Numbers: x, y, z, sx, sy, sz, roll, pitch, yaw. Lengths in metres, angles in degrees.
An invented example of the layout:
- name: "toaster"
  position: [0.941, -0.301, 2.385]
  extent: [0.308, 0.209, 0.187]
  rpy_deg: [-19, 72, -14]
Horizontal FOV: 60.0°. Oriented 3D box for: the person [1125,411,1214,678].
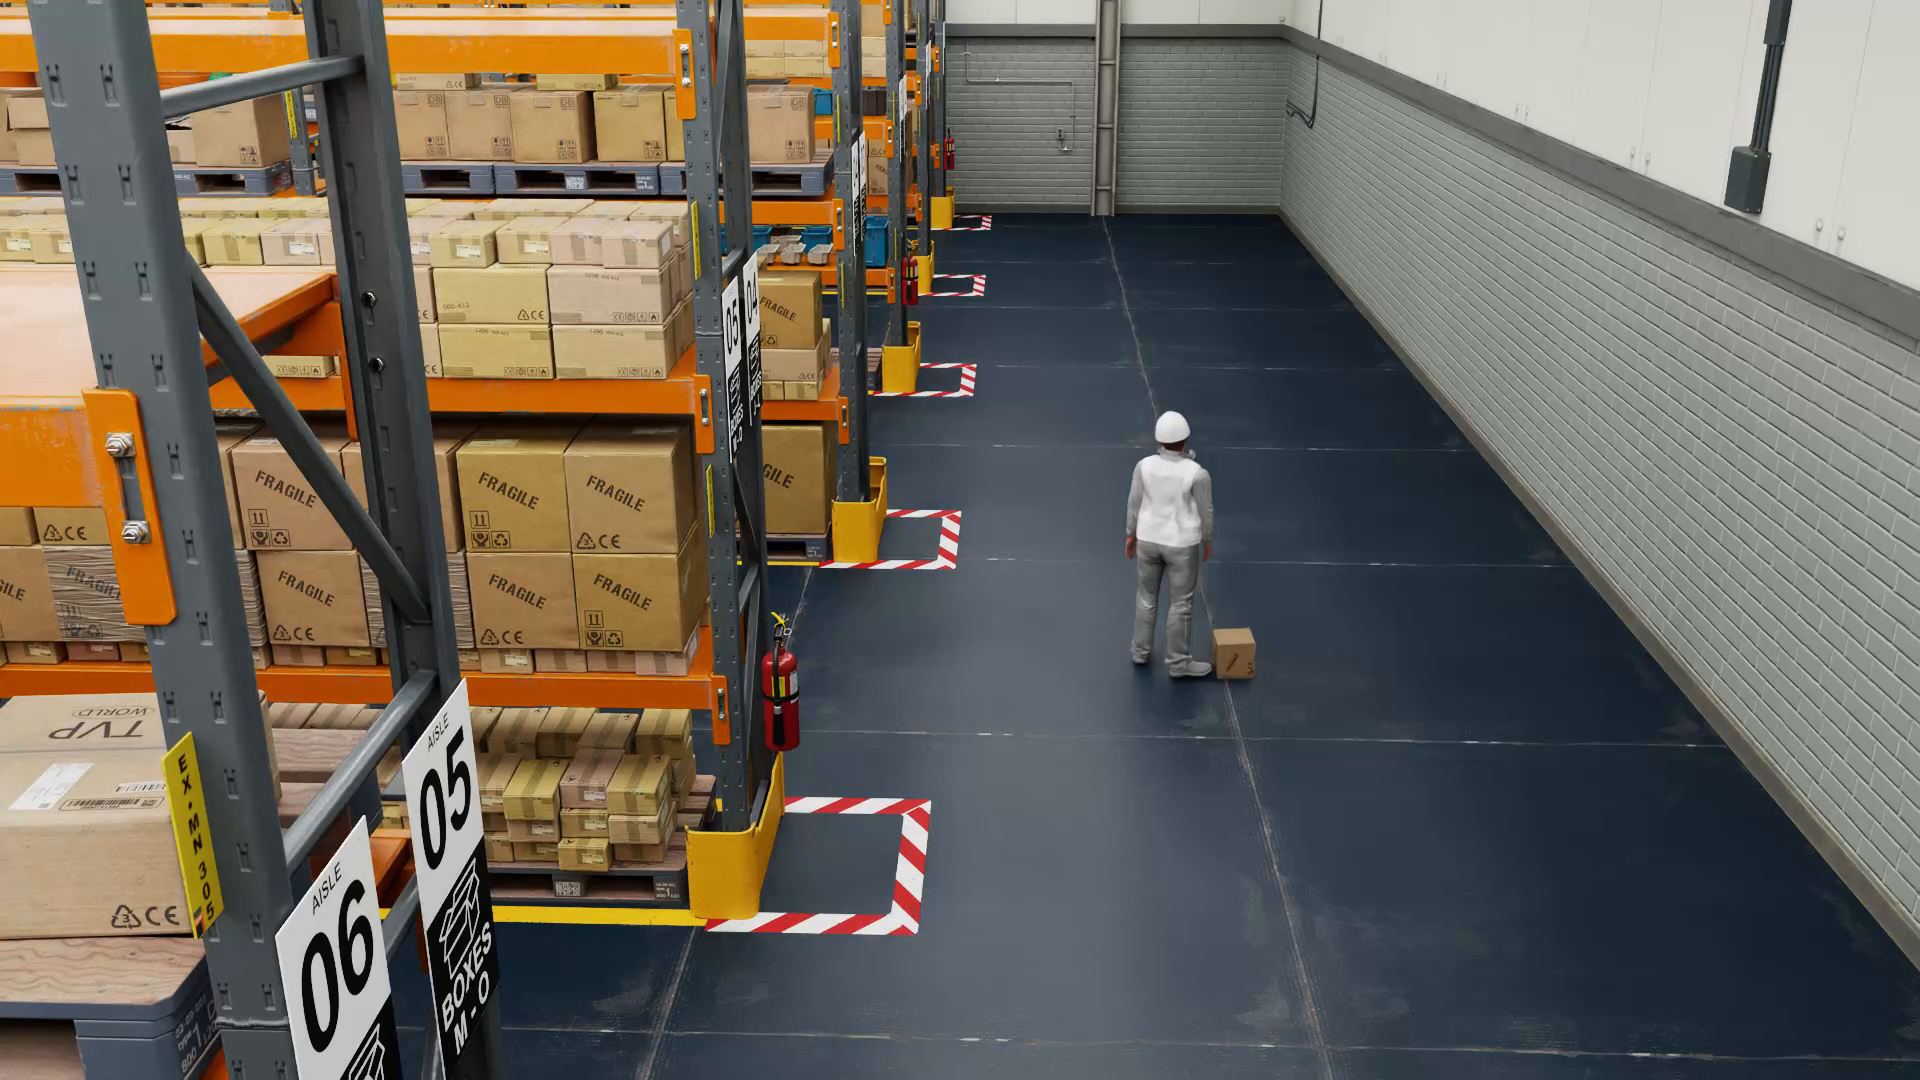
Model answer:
- name: "person"
  position: [1.403, 0.014, 10.960]
  extent: [0.641, 1.781, 0.408]
  rpy_deg: [11, 23, 26]
